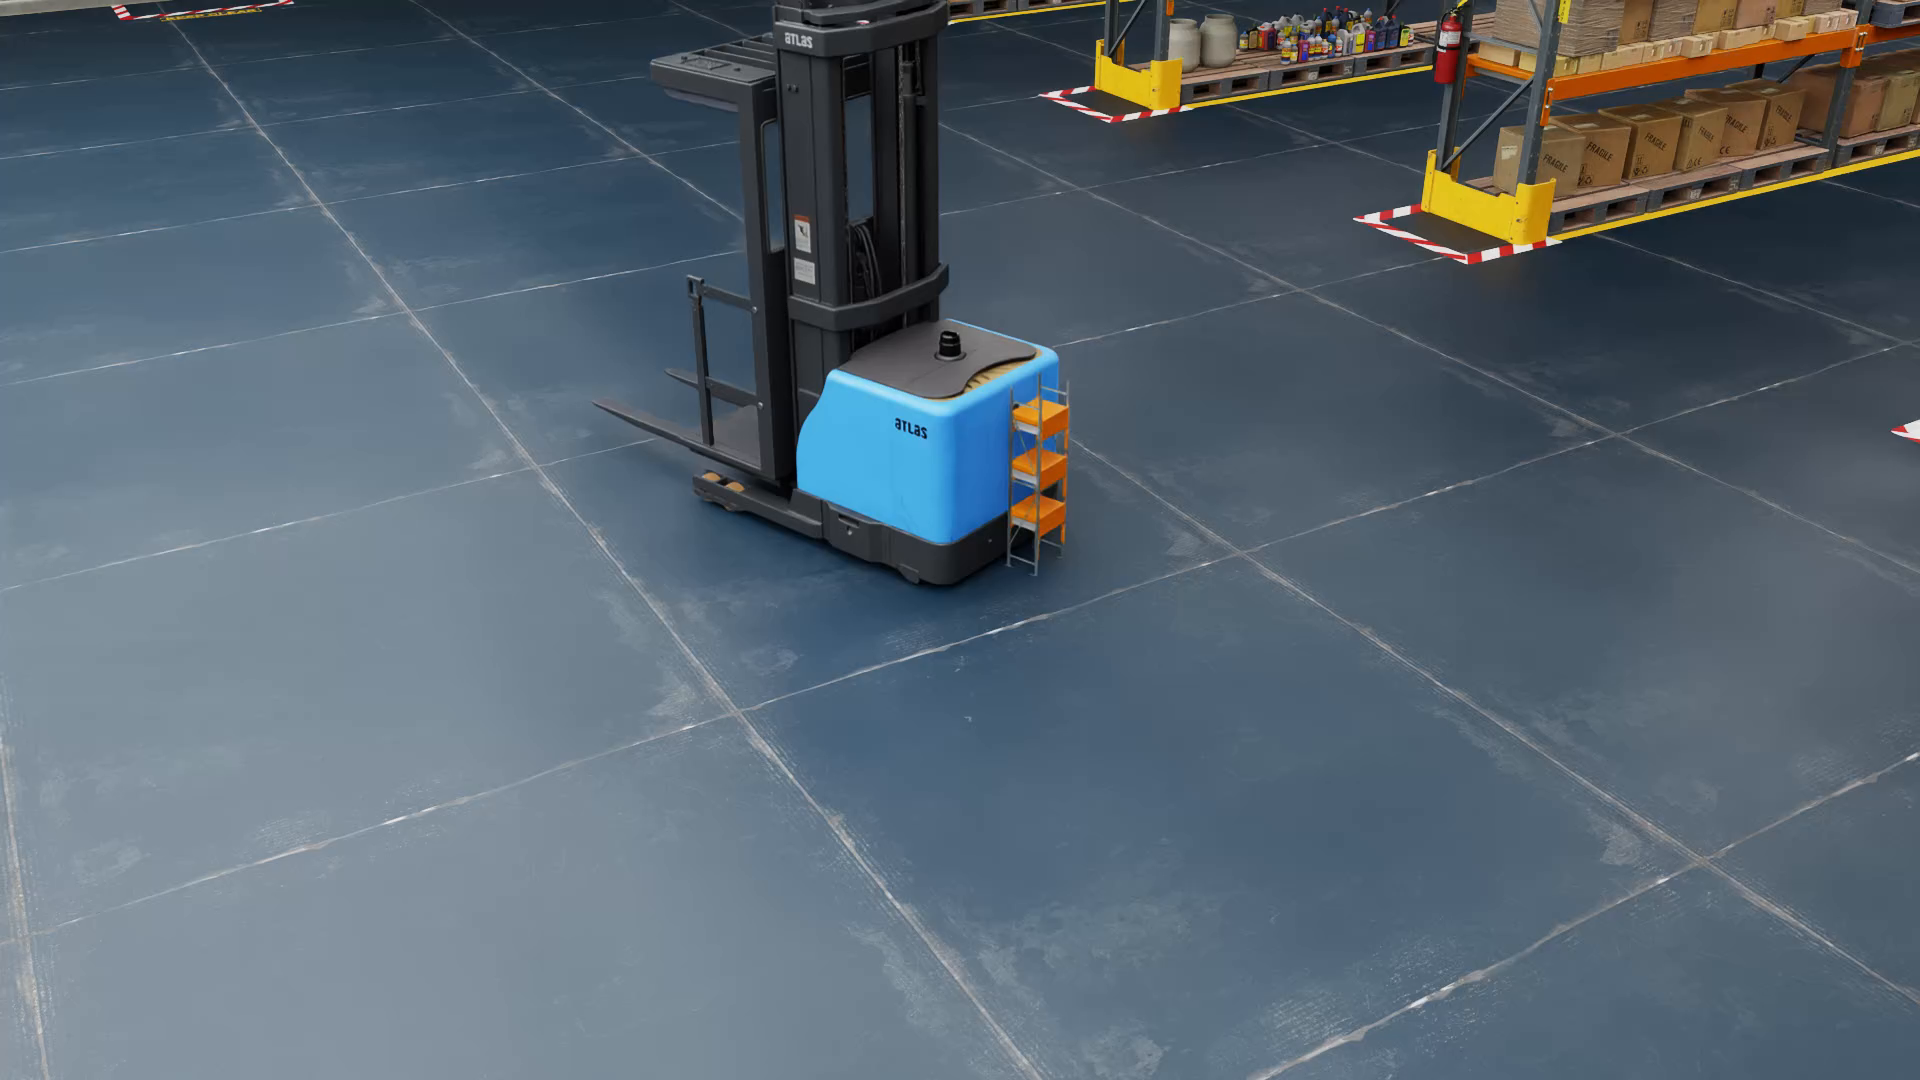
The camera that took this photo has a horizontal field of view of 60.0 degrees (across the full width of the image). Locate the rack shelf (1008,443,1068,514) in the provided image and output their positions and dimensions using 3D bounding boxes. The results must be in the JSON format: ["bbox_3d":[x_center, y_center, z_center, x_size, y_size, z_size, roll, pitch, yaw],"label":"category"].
[{"bbox_3d":[0.411,-0.327,8.778,0.215,0.259,0.240,21,35,33],"label":"rack shelf"}]

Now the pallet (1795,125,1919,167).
[{"bbox_3d":[8.483,-3.931,16.155,1.213,0.211,1.003,-16,33,-26],"label":"pallet"}]

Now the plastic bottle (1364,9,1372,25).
[{"bbox_3d":[4.807,-6.127,19.616,0.097,0.271,0.097,0,29,0],"label":"plastic bottle"}]

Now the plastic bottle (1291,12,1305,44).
[{"bbox_3d":[3.868,-5.882,19.090,0.185,0.351,0.144,-16,33,-27],"label":"plastic bottle"}]

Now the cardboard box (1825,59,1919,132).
[{"bbox_3d":[8.774,-4.309,16.086,0.500,0.500,0.700,-16,33,-27],"label":"cardboard box"}]

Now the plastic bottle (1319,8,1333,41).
[{"bbox_3d":[4.235,-5.986,19.278,0.185,0.351,0.144,-17,33,-28],"label":"plastic bottle"}]

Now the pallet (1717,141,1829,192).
[{"bbox_3d":[7.252,-3.561,15.484,1.213,0.211,1.003,-16,33,-26],"label":"pallet"}]

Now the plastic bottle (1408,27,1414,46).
[{"bbox_3d":[5.149,-5.773,19.047,0.097,0.201,0.097,0,29,0],"label":"plastic bottle"}]

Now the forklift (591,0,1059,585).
[{"bbox_3d":[-0.918,-1.623,9.157,3.031,2.935,1.130,21,35,34],"label":"forklift"}]

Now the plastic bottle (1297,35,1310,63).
[{"bbox_3d":[3.780,-5.410,18.305,0.133,0.283,0.061,-15,32,-26],"label":"plastic bottle"}]

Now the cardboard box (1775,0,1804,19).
[{"bbox_3d":[6.945,-4.943,14.690,0.500,0.500,0.875,-16,33,-26],"label":"cardboard box"}]

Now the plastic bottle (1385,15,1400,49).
[{"bbox_3d":[4.894,-5.779,18.904,0.185,0.351,0.144,-17,33,-28],"label":"plastic bottle"}]

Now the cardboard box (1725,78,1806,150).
[{"bbox_3d":[7.448,-3.969,15.490,0.500,0.500,0.500,-17,33,-28],"label":"cardboard box"}]

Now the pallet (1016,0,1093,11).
[{"bbox_3d":[1.037,-7.390,22.422,1.213,0.211,1.003,-16,33,-26],"label":"pallet"}]

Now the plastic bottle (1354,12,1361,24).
[{"bbox_3d":[4.596,-5.997,19.369,0.133,0.283,0.061,-16,33,-26],"label":"plastic bottle"}]

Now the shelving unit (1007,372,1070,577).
[{"bbox_3d":[0.411,-0.336,8.773,0.215,1.050,0.252,21,35,33],"label":"shelving unit"}]

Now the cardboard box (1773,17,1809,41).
[{"bbox_3d":[7.151,-4.475,14.514,0.250,0.149,0.380,-16,33,-26],"label":"cardboard box"}]

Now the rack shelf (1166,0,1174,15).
[{"bbox_3d":[3.579,-6.219,18.160,4.000,0.370,1.077,-16,33,-26],"label":"rack shelf"}]

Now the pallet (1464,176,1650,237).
[{"bbox_3d":[5.148,-2.963,14.401,1.213,0.211,1.003,-16,33,-26],"label":"pallet"}]

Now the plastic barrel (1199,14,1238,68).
[{"bbox_3d":[2.816,-5.455,18.171,0.421,0.512,0.421,0,29,0],"label":"plastic barrel"}]

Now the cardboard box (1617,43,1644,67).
[{"bbox_3d":[5.384,-4.020,13.690,0.250,0.149,0.380,-16,33,-26],"label":"cardboard box"}]

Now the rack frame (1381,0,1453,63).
[{"bbox_3d":[5.304,-7.024,18.873,0.127,3.000,1.000,-16,33,-26],"label":"rack frame"}]

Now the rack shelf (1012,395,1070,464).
[{"bbox_3d":[0.411,-0.576,8.641,0.215,0.259,0.240,21,35,33],"label":"rack shelf"}]

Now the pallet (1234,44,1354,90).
[{"bbox_3d":[3.650,-5.356,18.736,1.213,0.211,1.003,-16,33,-26],"label":"pallet"}]

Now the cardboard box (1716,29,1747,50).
[{"bbox_3d":[6.476,-4.315,14.224,0.250,0.149,0.380,-16,33,-26],"label":"cardboard box"}]

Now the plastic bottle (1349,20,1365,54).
[{"bbox_3d":[4.450,-5.653,18.675,0.185,0.351,0.144,-16,33,-27],"label":"plastic bottle"}]

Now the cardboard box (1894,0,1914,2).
[{"bbox_3d":[8.569,-5.543,15.135,1.000,1.000,1.000,-16,33,-26],"label":"cardboard box"}]

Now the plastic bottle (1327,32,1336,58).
[{"bbox_3d":[4.132,-5.515,18.507,0.097,0.271,0.097,0,29,0],"label":"plastic bottle"}]

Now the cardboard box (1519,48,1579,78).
[{"bbox_3d":[4.731,-3.842,13.367,0.250,0.149,0.380,-16,33,-26],"label":"cardboard box"}]

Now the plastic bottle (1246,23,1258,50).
[{"bbox_3d":[3.308,-5.717,18.860,0.133,0.283,0.061,-15,32,-25],"label":"plastic bottle"}]

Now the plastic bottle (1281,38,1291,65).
[{"bbox_3d":[3.576,-5.357,18.221,0.097,0.271,0.097,0,29,0],"label":"plastic bottle"}]

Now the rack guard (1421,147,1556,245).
[{"bbox_3d":[4.430,-2.906,13.998,0.348,0.500,1.175,-16,33,-26],"label":"rack guard"}]

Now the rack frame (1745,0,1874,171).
[{"bbox_3d":[7.813,-4.961,15.134,0.127,3.000,1.000,-16,33,-26],"label":"rack frame"}]

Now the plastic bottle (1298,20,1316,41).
[{"bbox_3d":[3.965,-5.794,19.007,0.135,0.276,0.152,-16,33,-26],"label":"plastic bottle"}]

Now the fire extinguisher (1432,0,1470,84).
[{"bbox_3d":[4.032,-4.112,13.676,0.183,0.674,0.296,-16,33,-26],"label":"fire extinguisher"}]

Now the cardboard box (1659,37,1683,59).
[{"bbox_3d":[5.805,-4.151,13.927,0.250,0.149,0.380,-16,33,-26],"label":"cardboard box"}]

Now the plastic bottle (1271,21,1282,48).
[{"bbox_3d":[3.567,-5.761,18.949,0.135,0.276,0.152,-17,33,-28],"label":"plastic bottle"}]

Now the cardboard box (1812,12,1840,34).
[{"bbox_3d":[7.556,-4.618,14.774,0.250,0.149,0.380,-16,33,-26],"label":"cardboard box"}]

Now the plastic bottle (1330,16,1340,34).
[{"bbox_3d":[4.334,-5.912,19.226,0.097,0.271,0.097,0,29,0],"label":"plastic bottle"}]

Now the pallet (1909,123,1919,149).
[{"bbox_3d":[9.536,-4.232,16.699,1.213,0.211,1.003,-16,33,-26],"label":"pallet"}]

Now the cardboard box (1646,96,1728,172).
[{"bbox_3d":[6.462,-3.641,14.895,0.500,0.500,0.500,-19,34,-31],"label":"cardboard box"}]

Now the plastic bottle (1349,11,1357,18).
[{"bbox_3d":[4.542,-6.038,19.450,0.135,0.276,0.152,-15,32,-25],"label":"plastic bottle"}]

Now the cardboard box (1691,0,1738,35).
[{"bbox_3d":[6.113,-4.673,14.202,0.500,0.500,0.875,-16,33,-26],"label":"cardboard box"}]

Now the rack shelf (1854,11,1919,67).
[{"bbox_3d":[9.537,-5.135,16.195,4.000,0.370,1.077,-16,33,-26],"label":"rack shelf"}]

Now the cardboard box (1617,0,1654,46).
[{"bbox_3d":[5.223,-4.451,13.800,0.500,0.500,0.875,-16,33,-26],"label":"cardboard box"}]

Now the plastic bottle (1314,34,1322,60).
[{"bbox_3d":[3.958,-5.465,18.417,0.097,0.271,0.097,0,29,0],"label":"plastic bottle"}]

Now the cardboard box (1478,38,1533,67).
[{"bbox_3d":[4.505,-4.027,13.703,0.250,0.149,0.380,-16,33,-26],"label":"cardboard box"}]

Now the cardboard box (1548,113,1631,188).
[{"bbox_3d":[5.409,-3.378,14.418,0.500,0.500,0.500,-8,30,-13],"label":"cardboard box"}]

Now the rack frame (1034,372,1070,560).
[{"bbox_3d":[0.486,-0.383,8.857,0.200,1.050,0.008,21,35,33],"label":"rack frame"}]

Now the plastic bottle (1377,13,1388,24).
[{"bbox_3d":[4.821,-5.839,19.013,0.185,0.351,0.144,-16,33,-26],"label":"plastic bottle"}]

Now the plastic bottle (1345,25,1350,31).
[{"bbox_3d":[4.376,-5.660,18.758,0.133,0.283,0.061,-16,33,-26],"label":"plastic bottle"}]
